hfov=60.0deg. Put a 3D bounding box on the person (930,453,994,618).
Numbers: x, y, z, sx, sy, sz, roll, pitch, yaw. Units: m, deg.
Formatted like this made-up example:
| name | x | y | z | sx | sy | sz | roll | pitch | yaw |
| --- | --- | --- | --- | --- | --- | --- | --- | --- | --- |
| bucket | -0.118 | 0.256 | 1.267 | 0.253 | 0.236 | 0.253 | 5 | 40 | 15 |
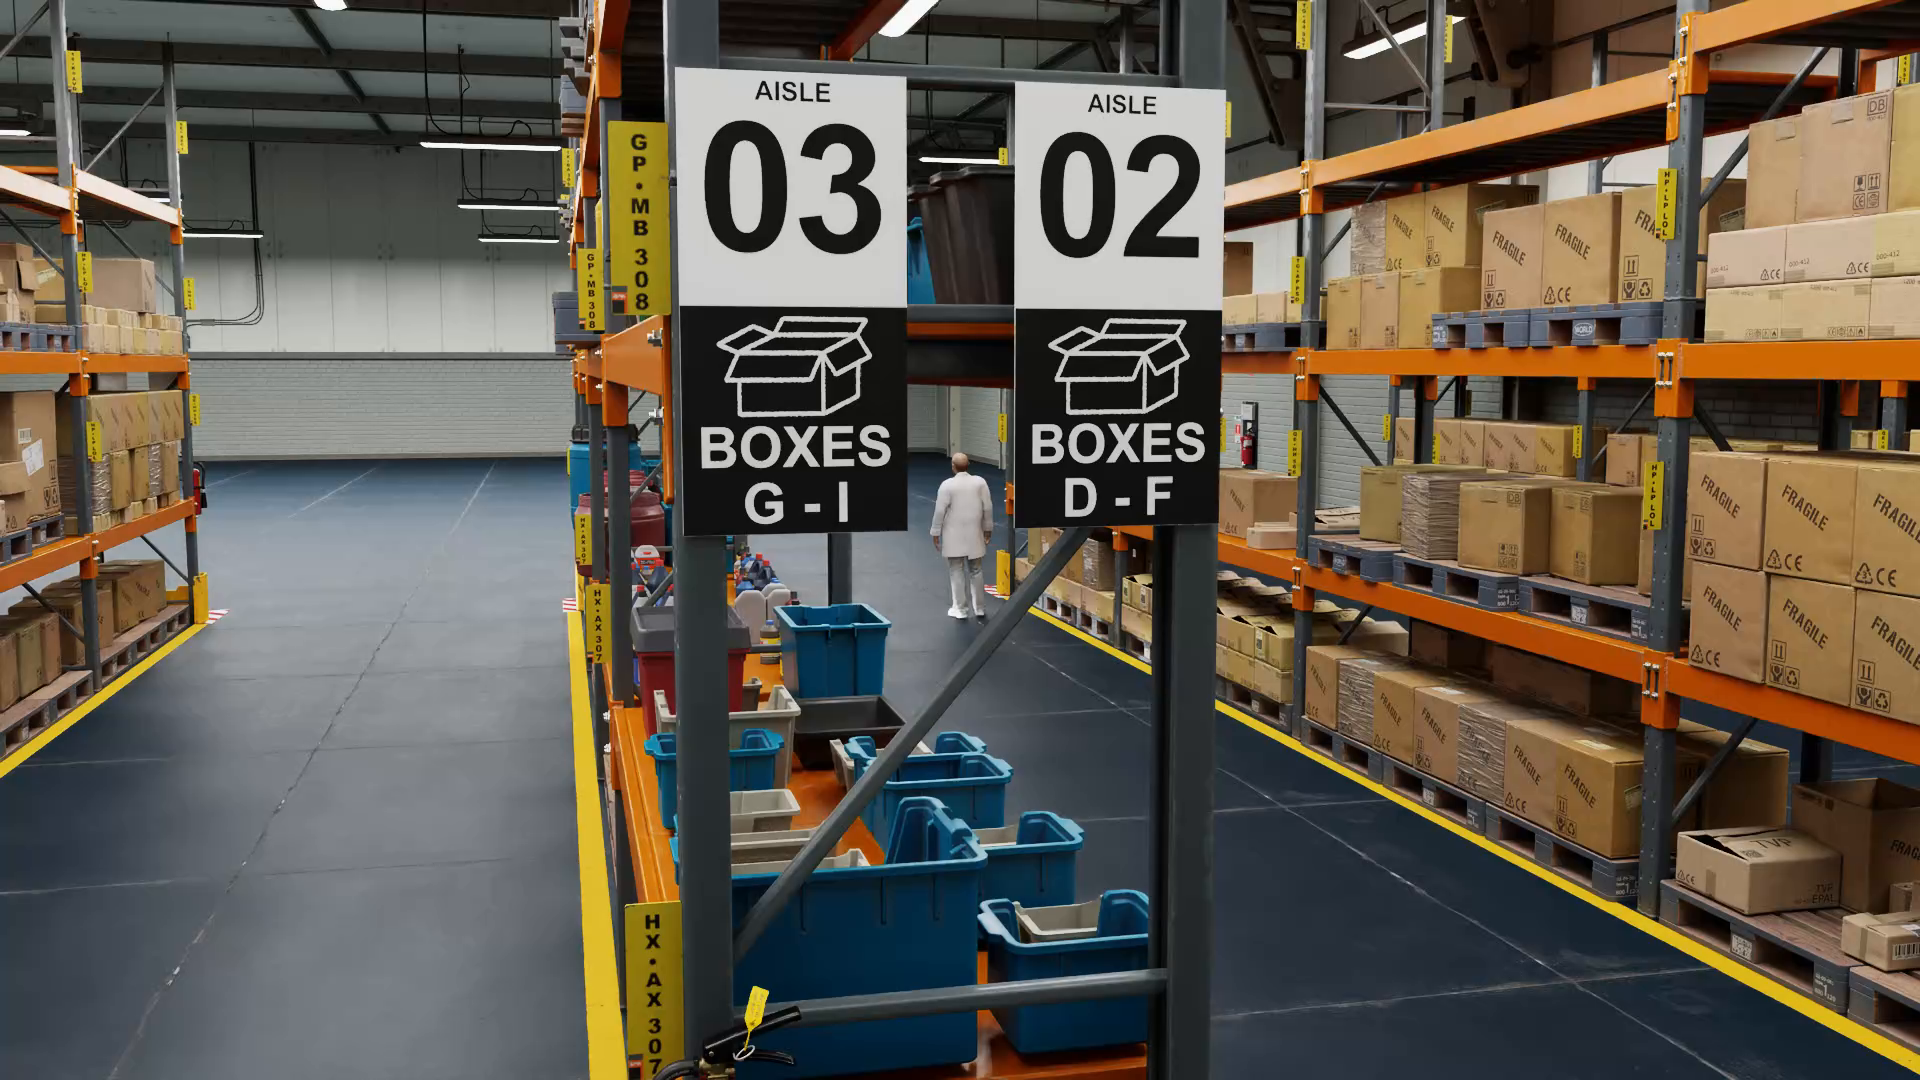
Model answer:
| name | x | y | z | sx | sy | sz | roll | pitch | yaw |
| --- | --- | --- | --- | --- | --- | --- | --- | --- | --- |
| person | 0.005 | -0.059 | 17.859 | 0.697 | 1.776 | 0.581 | -1 | 6 | -14 |
